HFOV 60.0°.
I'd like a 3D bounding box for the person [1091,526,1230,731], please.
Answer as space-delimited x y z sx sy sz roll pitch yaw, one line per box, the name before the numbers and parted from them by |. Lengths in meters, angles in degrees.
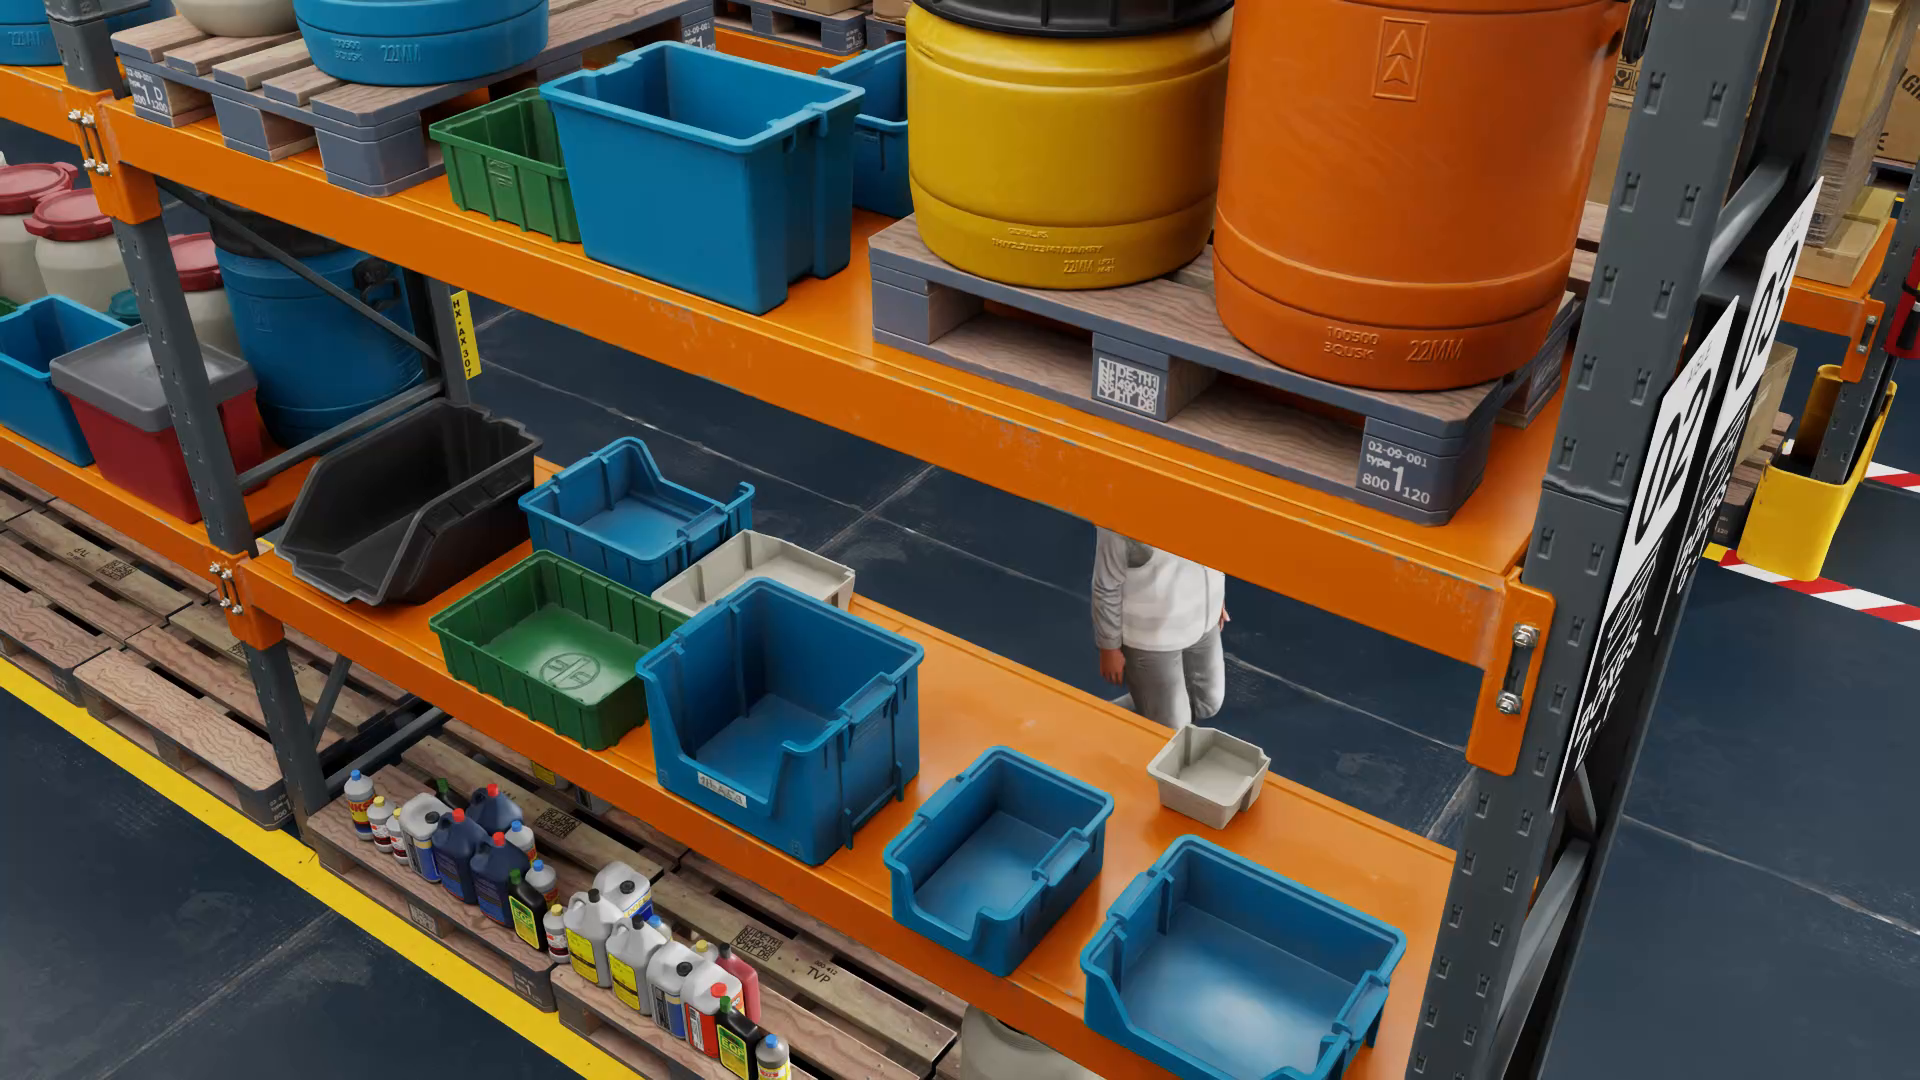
person | 0.726 0.287 5.674 0.703 1.762 0.565 25 42 32
